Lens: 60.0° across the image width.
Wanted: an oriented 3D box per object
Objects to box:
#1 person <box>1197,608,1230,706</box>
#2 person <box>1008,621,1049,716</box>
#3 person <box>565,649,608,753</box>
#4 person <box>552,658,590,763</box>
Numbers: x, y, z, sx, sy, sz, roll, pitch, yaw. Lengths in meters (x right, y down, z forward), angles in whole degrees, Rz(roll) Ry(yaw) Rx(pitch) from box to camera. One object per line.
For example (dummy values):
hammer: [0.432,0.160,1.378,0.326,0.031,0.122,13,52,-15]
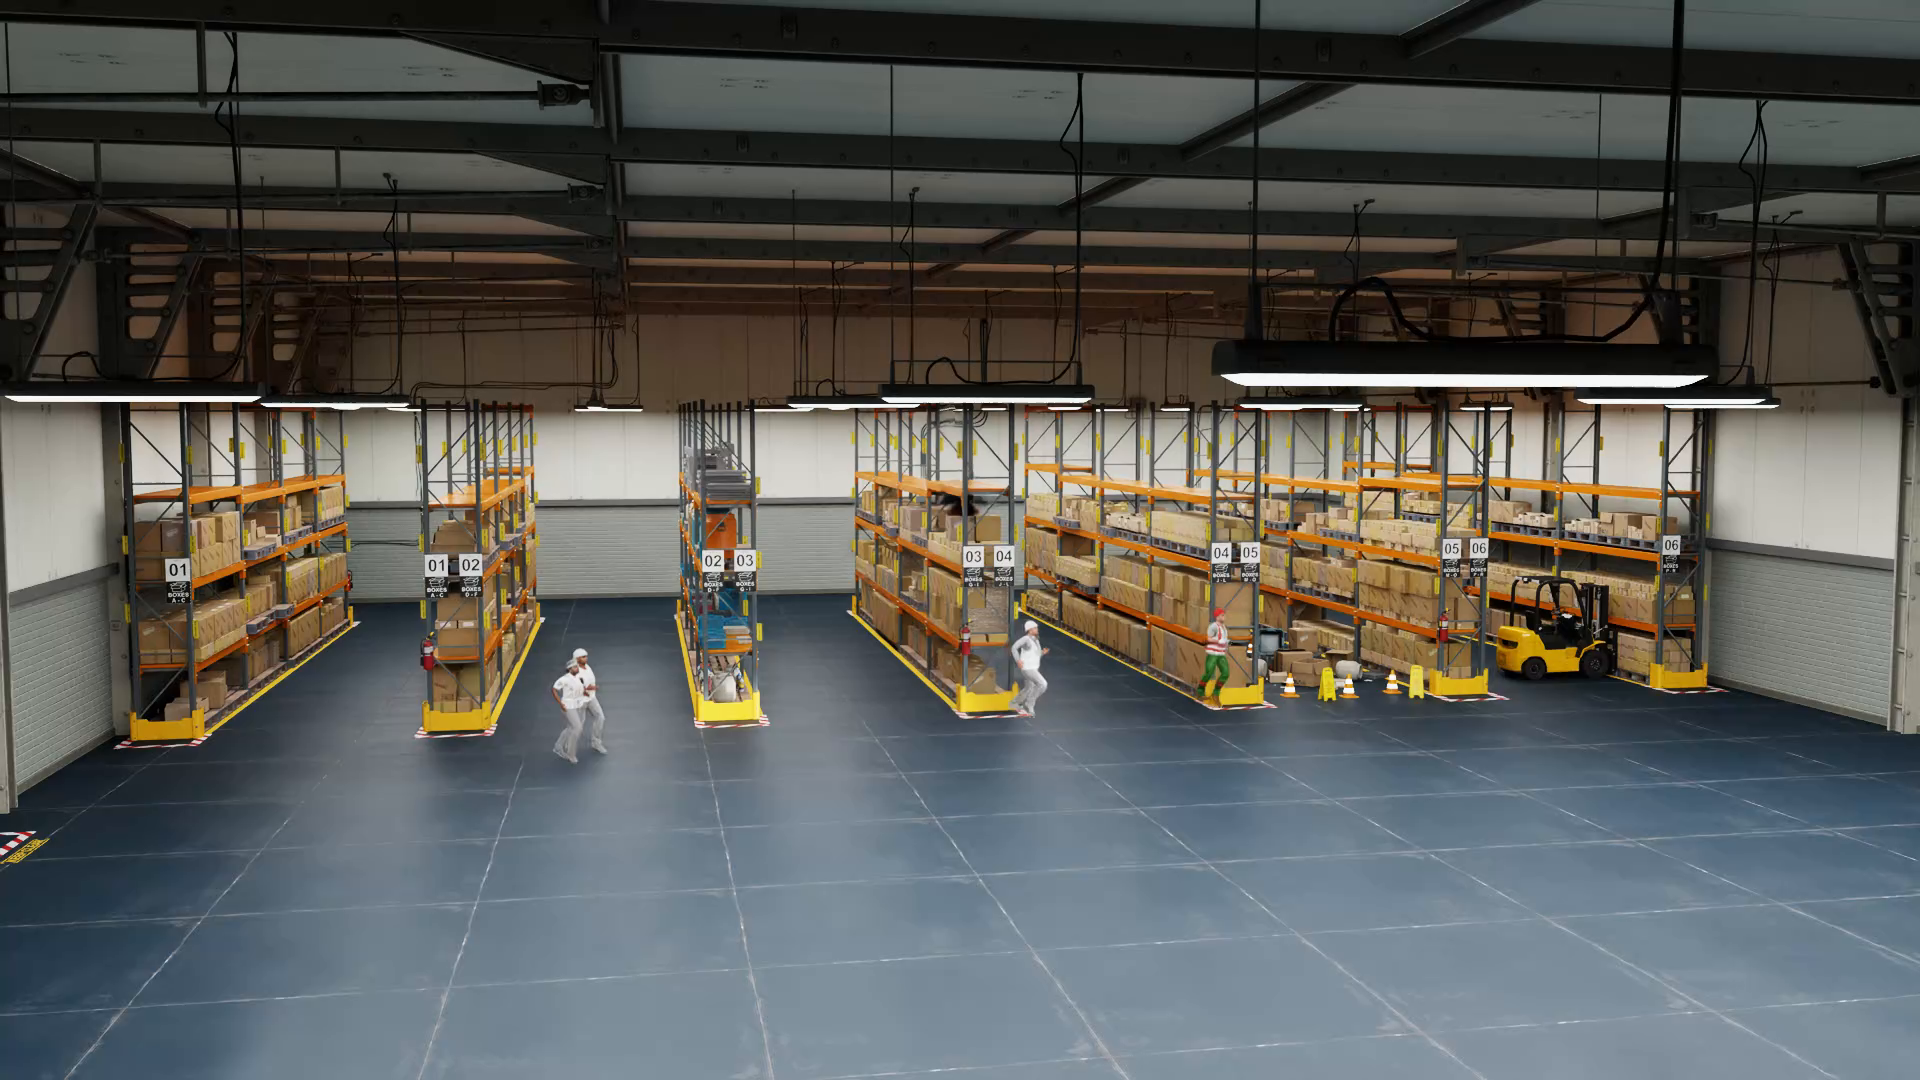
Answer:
person: [4.933,2.234,31.739,0.707,1.858,0.655,4,6,44]
person: [1.258,2.349,30.542,0.775,1.736,0.629,1,5,18]
person: [-6.379,2.726,28.200,0.805,1.792,0.704,2,5,23]
person: [-6.445,2.822,27.507,0.703,1.777,0.590,2,5,19]
